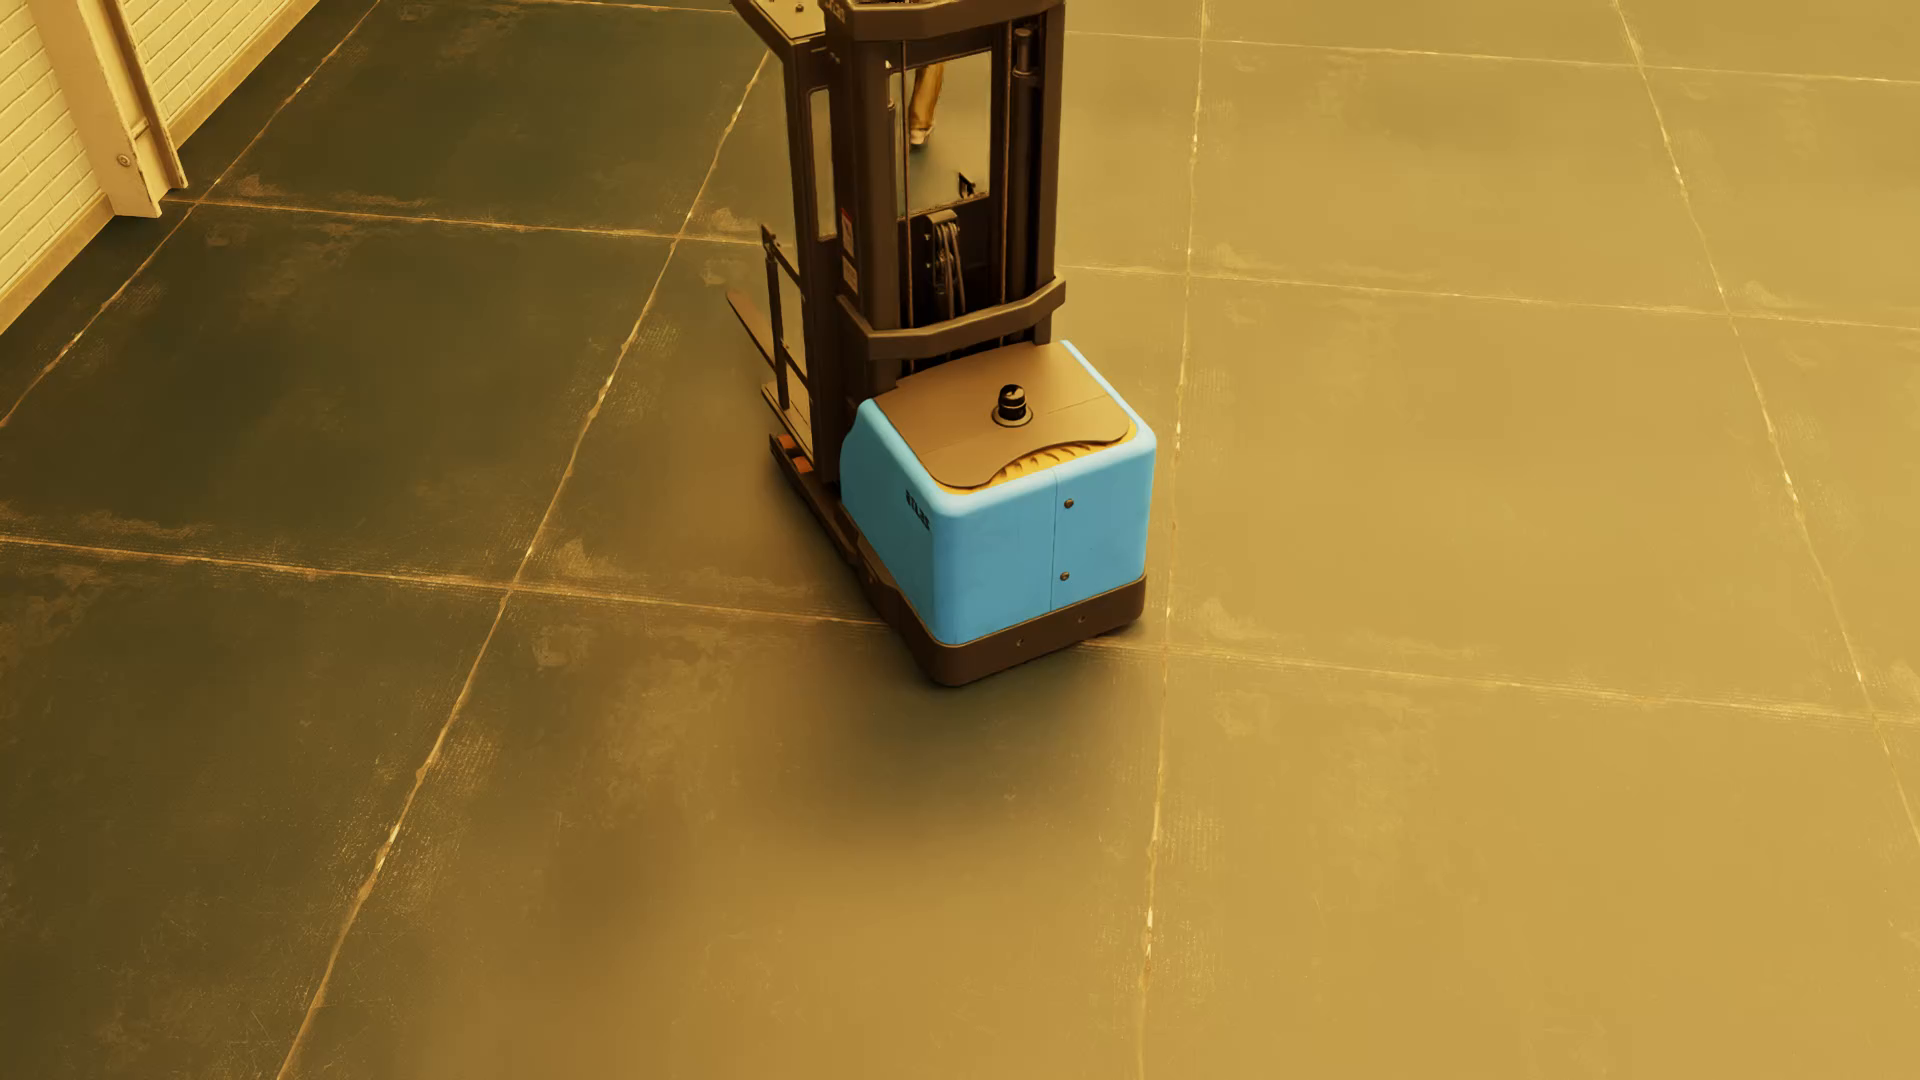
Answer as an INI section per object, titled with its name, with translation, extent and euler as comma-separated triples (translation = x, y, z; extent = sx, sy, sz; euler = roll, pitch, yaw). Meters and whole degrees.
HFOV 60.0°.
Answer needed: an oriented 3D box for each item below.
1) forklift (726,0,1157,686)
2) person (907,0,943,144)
[forklift]
translation = -0.290, -1.452, 7.305
extent = 1.130, 2.935, 3.031
euler = -19, 46, -19
[person]
translation = -0.265, -3.200, 10.139
extent = 1.108, 1.665, 0.703
euler = -7, 43, -8
